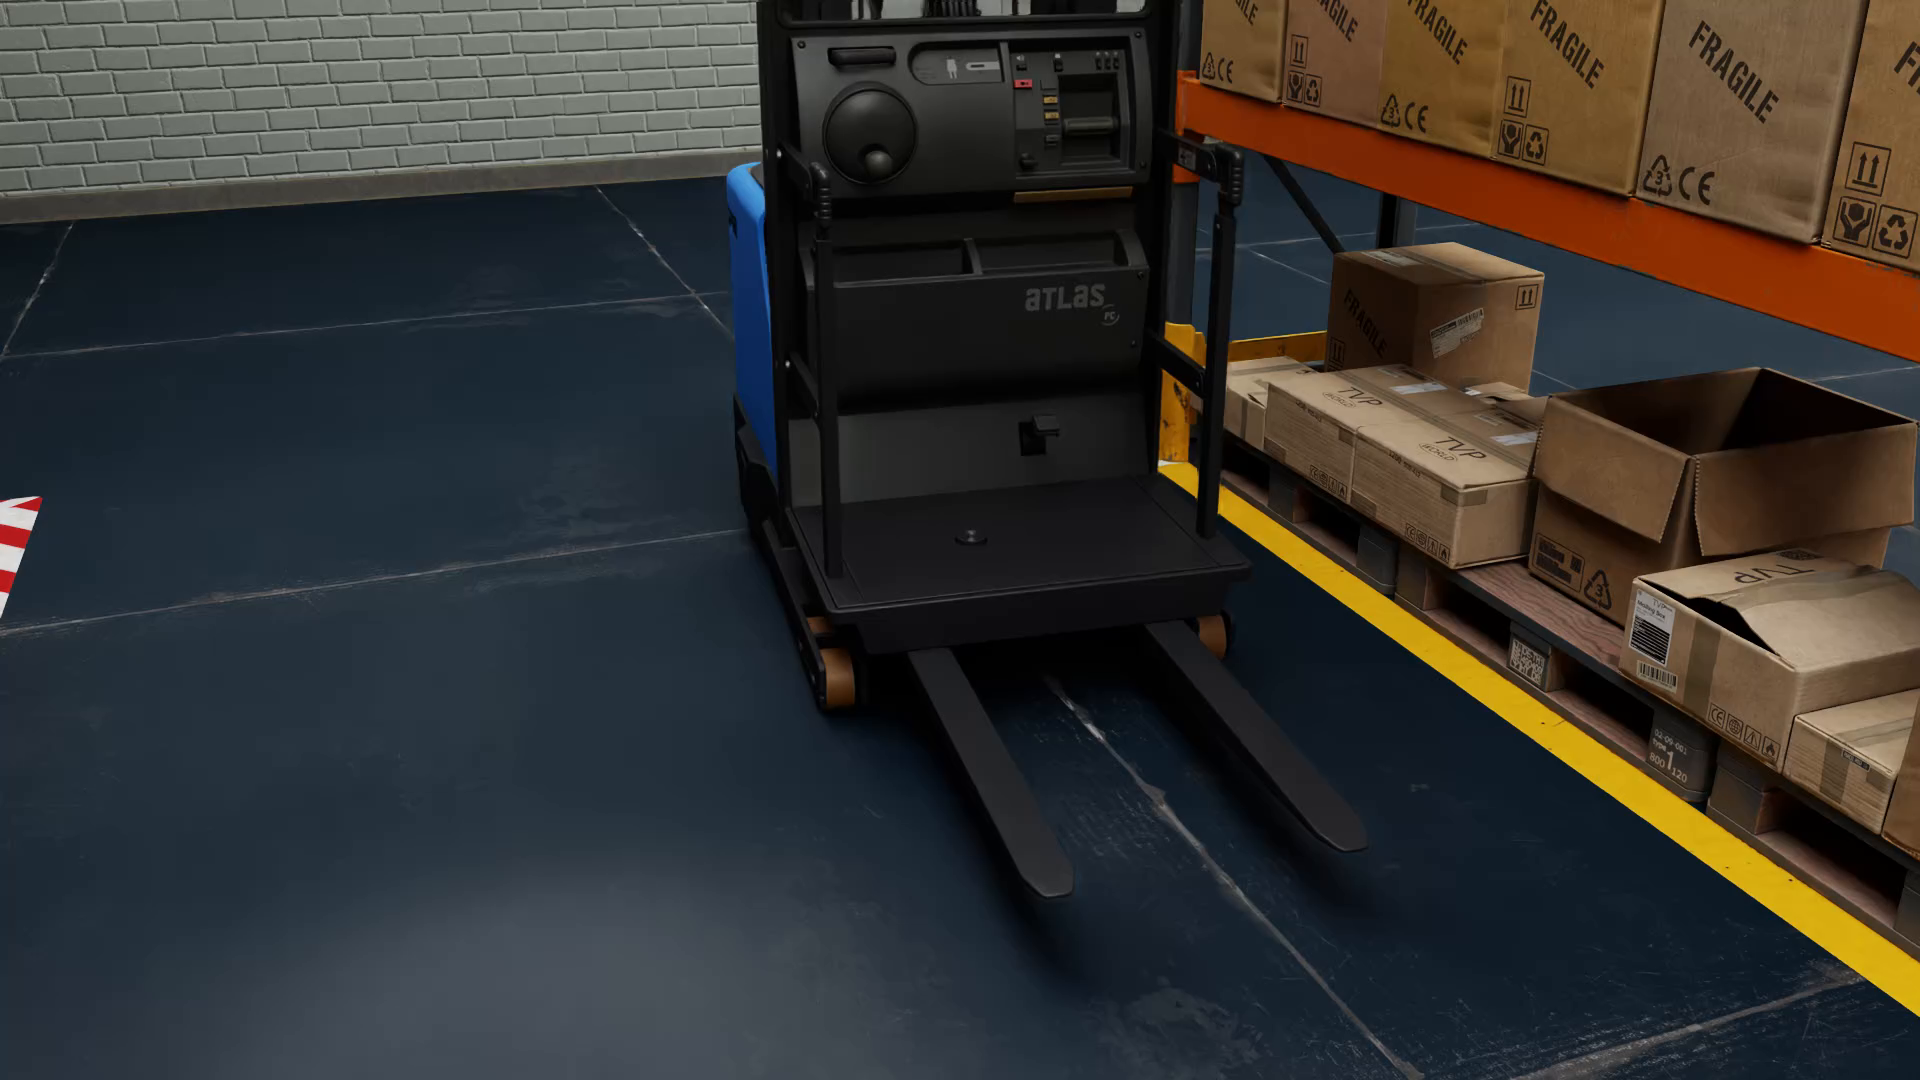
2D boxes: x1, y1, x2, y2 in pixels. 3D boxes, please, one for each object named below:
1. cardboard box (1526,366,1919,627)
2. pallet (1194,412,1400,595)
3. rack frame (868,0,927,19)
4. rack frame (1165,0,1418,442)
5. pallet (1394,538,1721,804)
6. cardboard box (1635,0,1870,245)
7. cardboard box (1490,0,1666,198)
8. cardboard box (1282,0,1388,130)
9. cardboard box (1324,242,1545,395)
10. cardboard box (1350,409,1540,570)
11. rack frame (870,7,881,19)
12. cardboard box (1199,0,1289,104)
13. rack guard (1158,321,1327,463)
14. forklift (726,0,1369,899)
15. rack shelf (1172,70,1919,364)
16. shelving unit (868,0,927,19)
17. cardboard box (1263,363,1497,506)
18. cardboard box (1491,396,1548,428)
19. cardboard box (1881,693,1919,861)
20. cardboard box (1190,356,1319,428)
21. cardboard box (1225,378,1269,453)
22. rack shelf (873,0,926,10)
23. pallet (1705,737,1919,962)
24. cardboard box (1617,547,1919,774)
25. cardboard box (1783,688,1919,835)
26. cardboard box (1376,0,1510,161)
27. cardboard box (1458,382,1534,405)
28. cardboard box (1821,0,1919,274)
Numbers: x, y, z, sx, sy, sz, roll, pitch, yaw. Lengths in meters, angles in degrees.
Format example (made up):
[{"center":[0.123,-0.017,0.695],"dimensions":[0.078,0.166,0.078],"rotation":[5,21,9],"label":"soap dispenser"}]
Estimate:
[{"center":[1.935,-0.101,4.275],"dimensions":[0.797,0.503,0.637],"rotation":[-8,24,-19],"label":"cardboard box"},{"center":[1.500,-0.218,5.495],"dimensions":[1.003,0.211,1.213],"rotation":[-8,24,-19],"label":"pallet"},{"center":[-0.258,-1.306,5.623],"dimensions":[0.400,2.100,0.015],"rotation":[-10,24,-23],"label":"rack frame"},{"center":[1.190,-1.820,5.706],"dimensions":[1.000,3.000,0.127],"rotation":[-8,24,-19],"label":"rack frame"},{"center":[1.927,0.225,4.445],"dimensions":[1.003,0.211,1.213],"rotation":[-8,24,-19],"label":"pallet"},{"center":[1.820,-0.933,3.472],"dimensions":[0.500,0.500,0.500],"rotation":[-8,24,-18],"label":"cardboard box"},{"center":[1.637,-1.117,3.910],"dimensions":[0.500,0.500,0.500],"rotation":[-8,24,-18],"label":"cardboard box"},{"center":[1.288,-1.482,4.775],"dimensions":[0.500,0.500,0.500],"rotation":[-9,24,-20],"label":"cardboard box"},{"center":[1.613,-0.707,5.717],"dimensions":[0.500,0.500,0.500],"rotation":[-8,24,-19],"label":"cardboard box"},{"center":[1.470,-0.156,4.731],"dimensions":[0.500,0.250,0.500],"rotation":[-8,24,-19],"label":"cardboard box"},{"center":[-0.465,-1.470,6.034],"dimensions":[0.400,2.100,0.015],"rotation":[-10,24,-23],"label":"rack frame"},{"center":[1.100,-1.669,5.218],"dimensions":[0.500,0.500,0.500],"rotation":[-8,24,-18],"label":"cardboard box"},{"center":[1.217,-0.640,6.126],"dimensions":[1.175,0.500,0.348],"rotation":[-8,24,-19],"label":"rack guard"},{"center":[0.097,-1.081,4.041],"dimensions":[1.130,2.935,3.031],"rotation":[-6,24,-13],"label":"forklift"},{"center":[1.897,-0.762,4.122],"dimensions":[1.077,0.370,4.000],"rotation":[-8,24,-19],"label":"rack shelf"},{"center":[-0.361,-1.388,5.829],"dimensions":[0.431,2.100,0.503],"rotation":[-10,24,-23],"label":"shelving unit"},{"center":[1.294,-0.337,5.162],"dimensions":[0.500,0.250,0.500],"rotation":[-8,24,-19],"label":"cardboard box"},{"center":[1.920,-0.243,4.937],"dimensions":[0.500,0.250,0.500],"rotation":[-8,24,-19],"label":"cardboard box"},{"center":[2.137,0.414,3.057],"dimensions":[0.500,0.500,0.500],"rotation":[-8,24,-19],"label":"cardboard box"},{"center":[1.017,-0.510,5.701],"dimensions":[0.380,0.149,0.250],"rotation":[-8,24,-19],"label":"cardboard box"},{"center":[1.105,-0.427,5.482],"dimensions":[0.380,0.166,0.250],"rotation":[-8,24,-19],"label":"cardboard box"},{"center":[-0.367,-2.025,5.572],"dimensions":[0.431,0.518,0.480],"rotation":[-10,24,-23],"label":"rack shelf"},{"center":[2.362,0.669,3.392],"dimensions":[1.003,0.211,1.213],"rotation":[-8,24,-19],"label":"pallet"},{"center":[1.872,0.229,3.740],"dimensions":[0.500,0.311,0.500],"rotation":[-8,24,-19],"label":"cardboard box"},{"center":[1.948,0.448,3.428],"dimensions":[0.380,0.149,0.250],"rotation":[-8,24,-19],"label":"cardboard box"},{"center":[1.462,-1.299,4.341],"dimensions":[0.500,0.500,0.500],"rotation":[-8,24,-19],"label":"cardboard box"},{"center":[1.672,-0.394,5.404],"dimensions":[0.380,0.166,0.250],"rotation":[-8,24,-19],"label":"cardboard box"},{"center":[2.003,-0.746,3.030],"dimensions":[0.500,0.500,0.500],"rotation":[-8,24,-17],"label":"cardboard box"}]
